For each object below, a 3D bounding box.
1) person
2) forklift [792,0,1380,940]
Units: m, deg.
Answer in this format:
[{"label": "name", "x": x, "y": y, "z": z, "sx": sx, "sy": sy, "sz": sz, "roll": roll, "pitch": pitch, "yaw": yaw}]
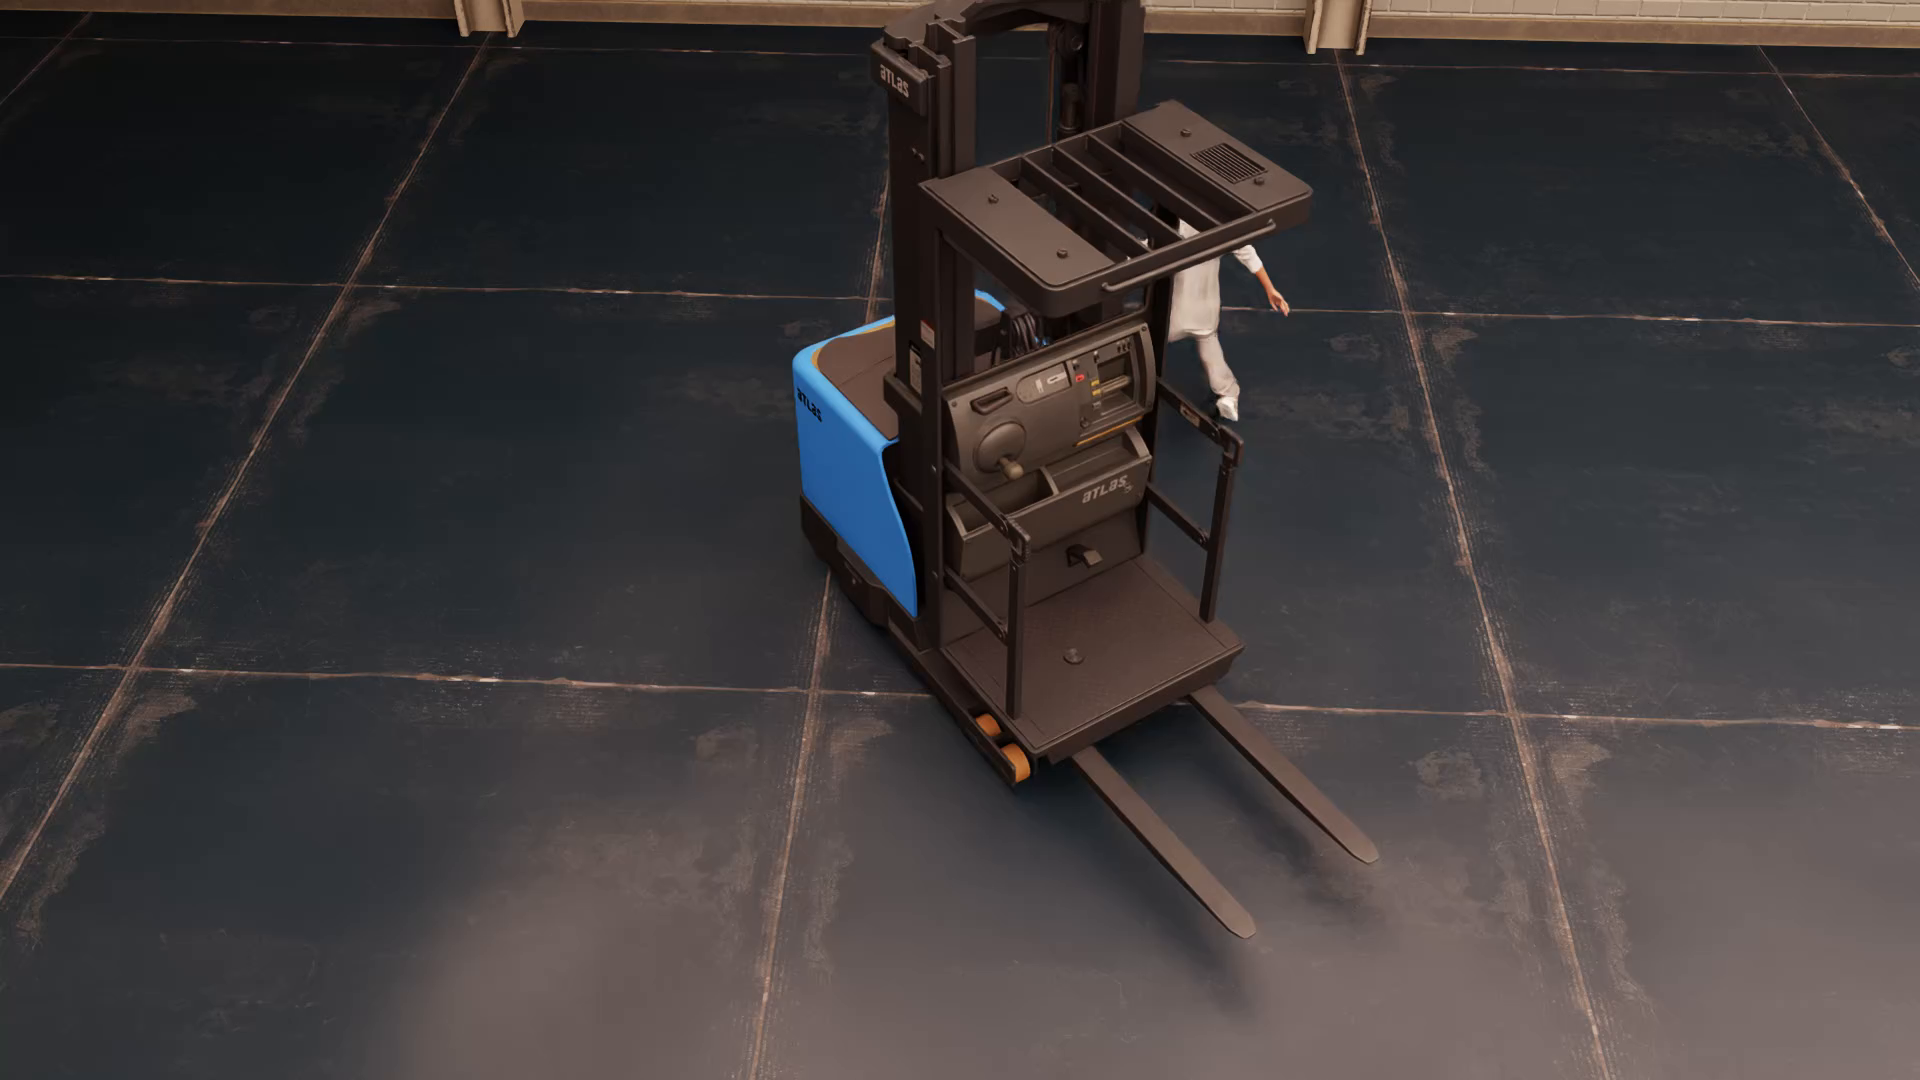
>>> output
[{"label": "person", "x": 1.121, "y": -1.144, "z": 8.152, "sx": 0.875, "sy": 1.496, "sz": 0.492, "roll": -11, "pitch": 44, "yaw": -12}, {"label": "forklift", "x": 0.480, "y": -0.452, "z": 6.237, "sx": 1.130, "sy": 2.935, "sz": 3.031, "roll": -24, "pitch": 47, "yaw": -24}]
